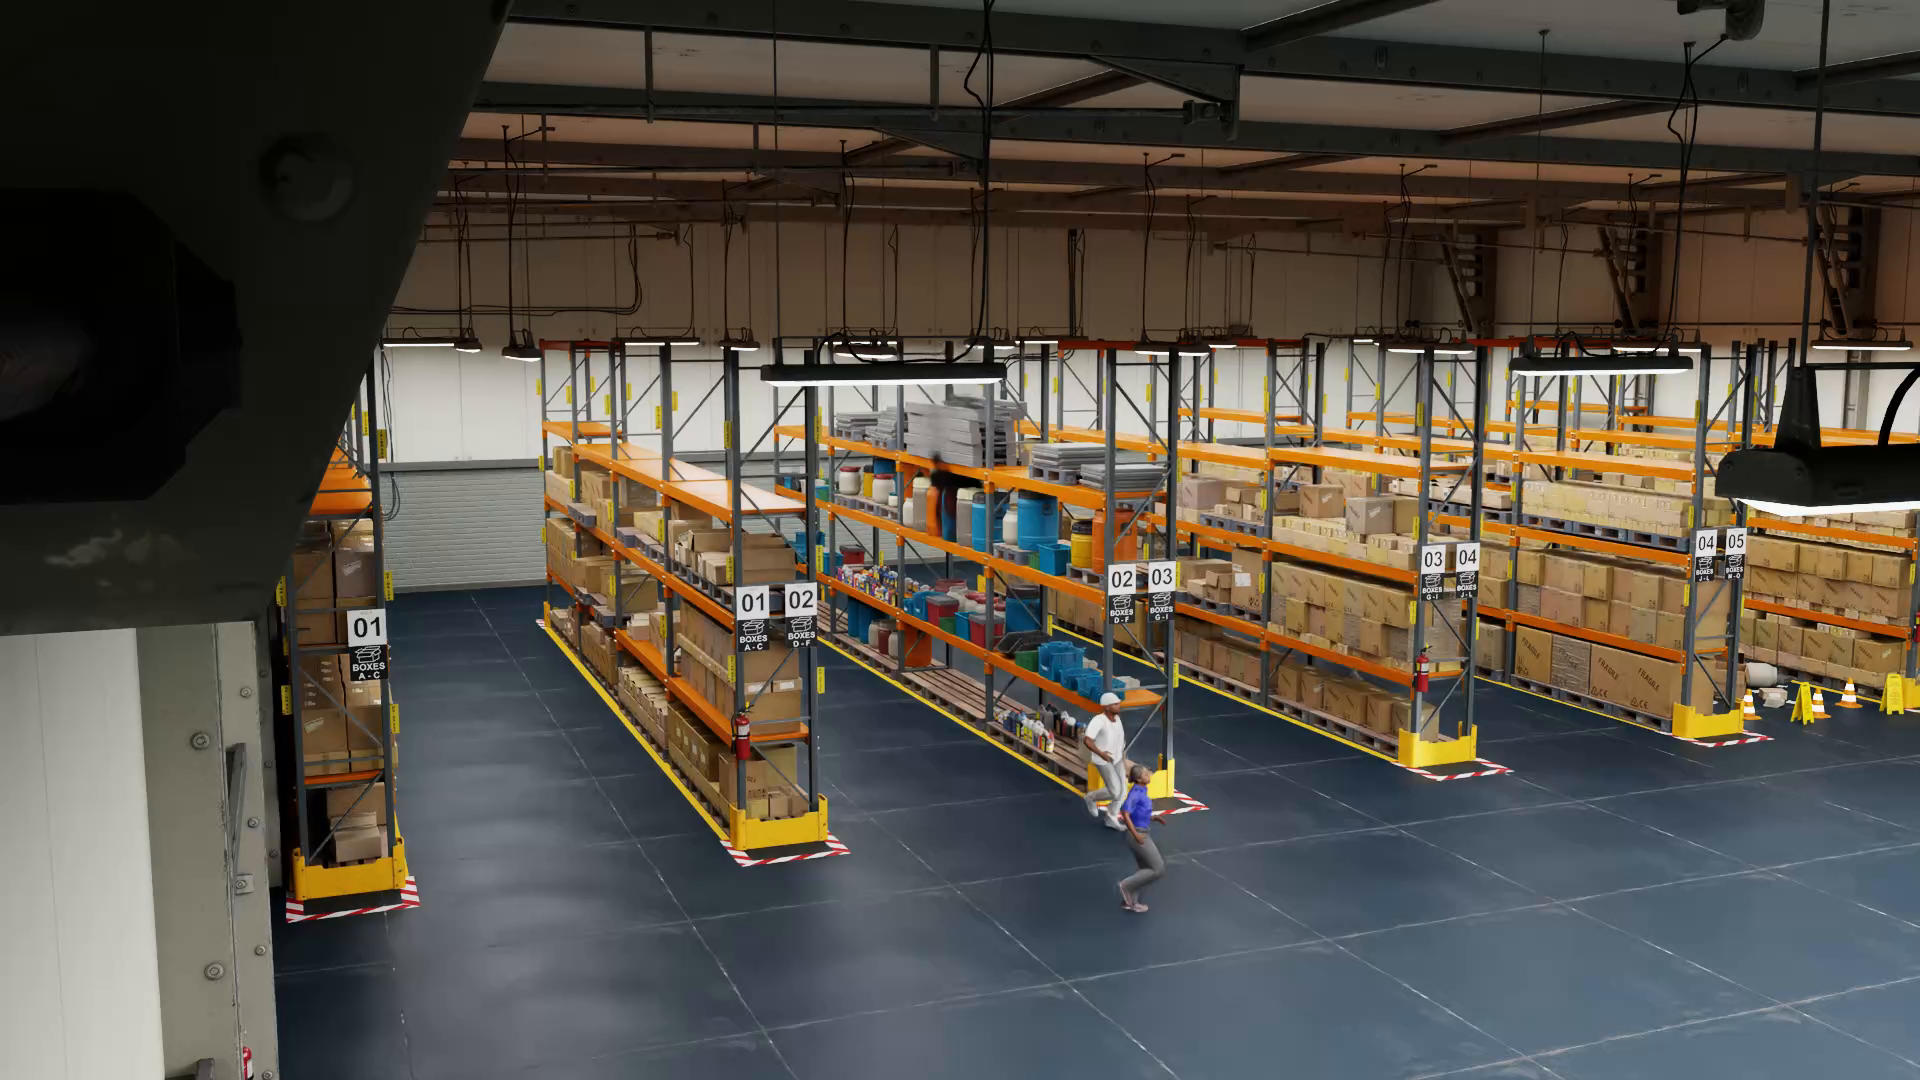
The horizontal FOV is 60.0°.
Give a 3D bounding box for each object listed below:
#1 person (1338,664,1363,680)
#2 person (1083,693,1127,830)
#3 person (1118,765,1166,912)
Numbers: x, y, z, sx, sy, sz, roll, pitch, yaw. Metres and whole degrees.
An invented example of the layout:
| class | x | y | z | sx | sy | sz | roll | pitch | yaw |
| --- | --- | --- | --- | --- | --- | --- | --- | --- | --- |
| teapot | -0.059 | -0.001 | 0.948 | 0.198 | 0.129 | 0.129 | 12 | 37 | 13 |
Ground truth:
| class | x | y | z | sx | sy | sz | roll | pitch | yaw |
| --- | --- | --- | --- | --- | --- | --- | --- | --- | --- |
| person | 7.093 | 1.686 | 29.804 | 0.611 | 1.623 | 0.738 | -7 | 10 | -44 |
| person | 1.842 | 2.771 | 20.941 | 0.606 | 1.735 | 0.737 | 6 | 10 | 41 |
| person | 1.962 | 3.254 | 17.896 | 0.500 | 1.530 | 0.636 | 1 | 7 | 8 |
